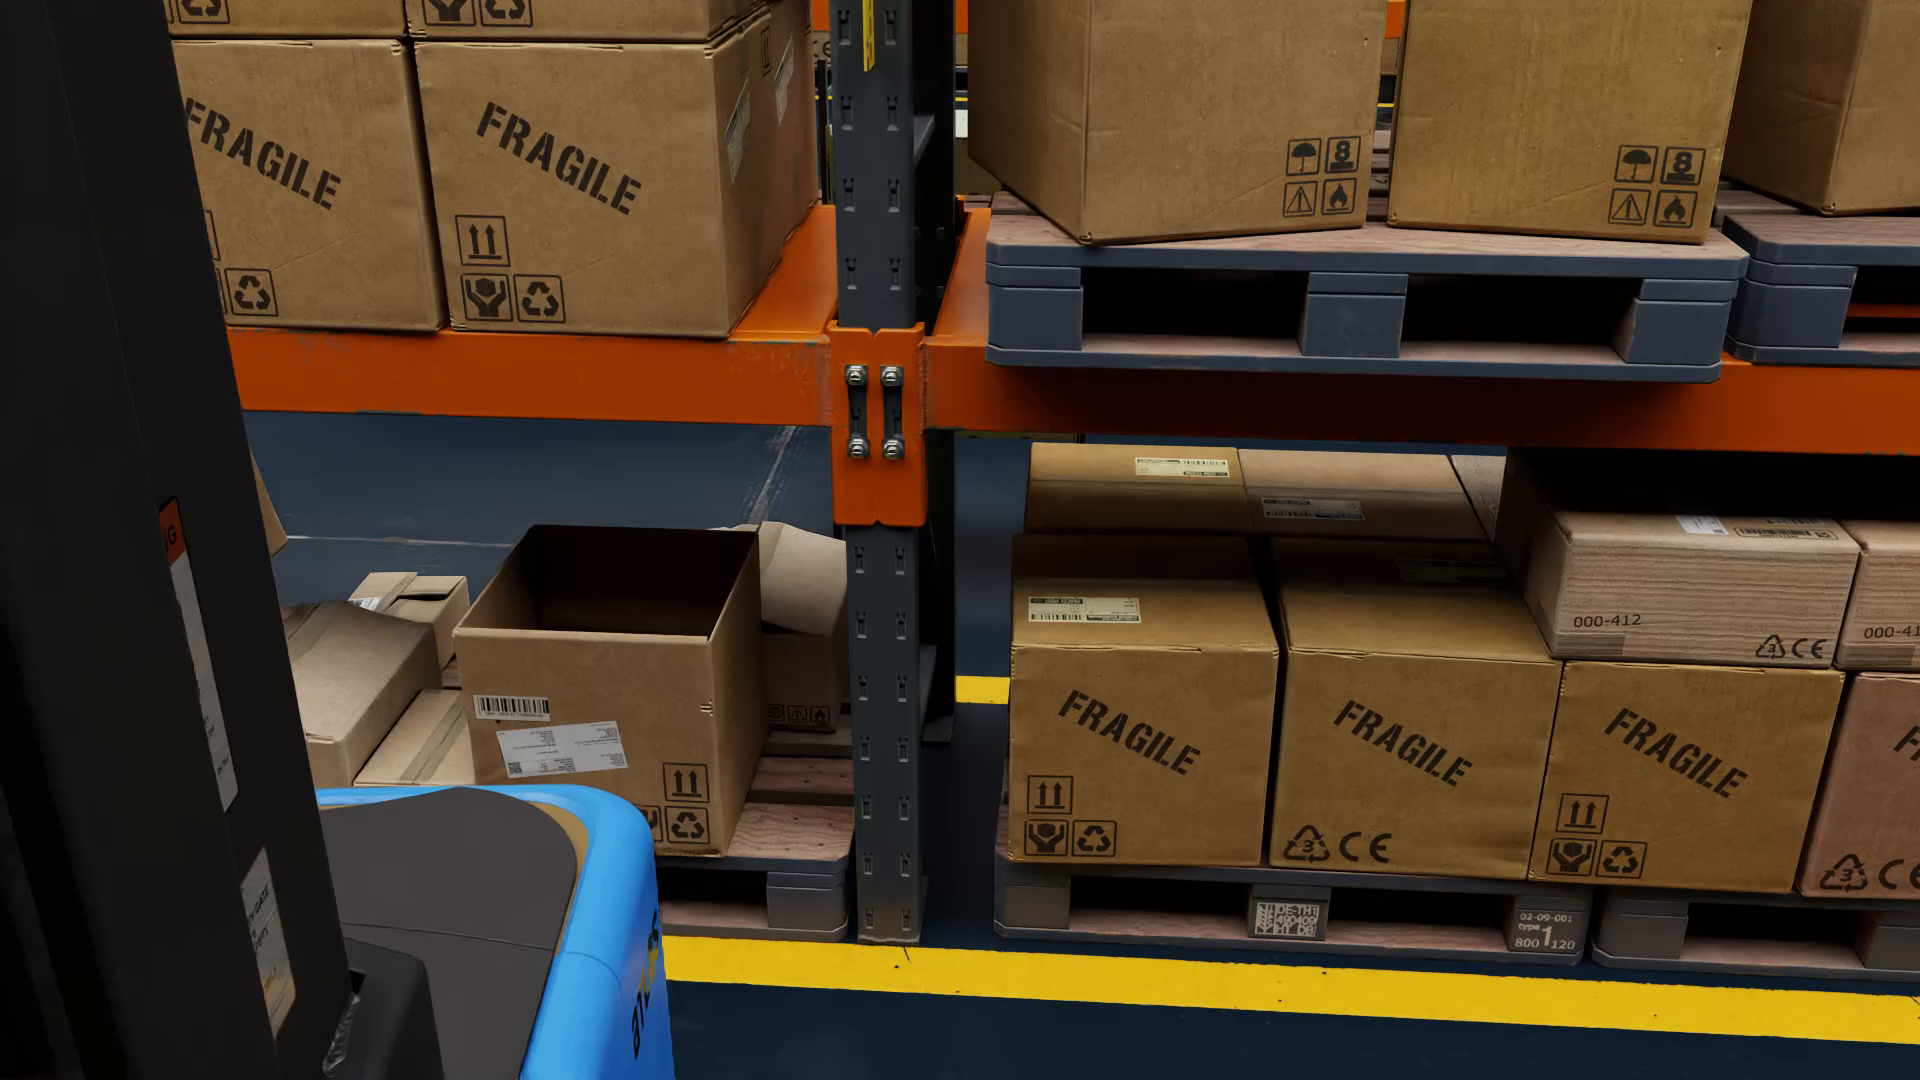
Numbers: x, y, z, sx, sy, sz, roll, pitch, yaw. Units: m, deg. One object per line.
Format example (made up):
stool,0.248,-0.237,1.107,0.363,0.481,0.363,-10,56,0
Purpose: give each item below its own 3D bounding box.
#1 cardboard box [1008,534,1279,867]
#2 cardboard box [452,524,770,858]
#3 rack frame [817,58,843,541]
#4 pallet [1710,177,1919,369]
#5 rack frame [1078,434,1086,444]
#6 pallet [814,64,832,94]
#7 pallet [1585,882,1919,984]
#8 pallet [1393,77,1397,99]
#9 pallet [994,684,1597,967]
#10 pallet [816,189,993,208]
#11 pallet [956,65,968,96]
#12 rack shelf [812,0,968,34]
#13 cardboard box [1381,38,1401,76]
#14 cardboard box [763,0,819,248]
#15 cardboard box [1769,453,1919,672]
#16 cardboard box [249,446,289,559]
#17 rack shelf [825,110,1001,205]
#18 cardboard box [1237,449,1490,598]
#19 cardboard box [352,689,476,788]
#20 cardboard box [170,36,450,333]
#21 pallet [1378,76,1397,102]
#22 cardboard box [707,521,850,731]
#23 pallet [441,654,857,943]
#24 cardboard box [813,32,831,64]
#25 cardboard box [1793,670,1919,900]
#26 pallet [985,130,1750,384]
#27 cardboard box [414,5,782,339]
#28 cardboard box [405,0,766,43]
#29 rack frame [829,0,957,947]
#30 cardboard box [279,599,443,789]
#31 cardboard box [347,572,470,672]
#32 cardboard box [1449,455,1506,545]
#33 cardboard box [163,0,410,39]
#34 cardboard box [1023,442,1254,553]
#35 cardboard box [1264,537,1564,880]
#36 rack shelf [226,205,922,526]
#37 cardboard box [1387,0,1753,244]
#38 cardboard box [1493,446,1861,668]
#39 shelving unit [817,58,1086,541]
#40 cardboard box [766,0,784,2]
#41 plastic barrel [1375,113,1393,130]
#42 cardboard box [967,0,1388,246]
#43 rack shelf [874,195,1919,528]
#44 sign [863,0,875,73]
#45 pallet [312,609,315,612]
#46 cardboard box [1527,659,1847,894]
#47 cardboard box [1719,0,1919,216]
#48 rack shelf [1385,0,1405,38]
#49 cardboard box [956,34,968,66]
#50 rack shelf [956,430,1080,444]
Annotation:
cardboard box,0.354,0.319,3.432,0.500,0.500,0.500,1,25,2
cardboard box,-0.700,0.302,3.469,0.500,0.500,0.500,2,25,4
rack frame,-0.358,-0.693,4.962,0.023,1.500,0.400,2,25,4
pallet,1.939,-0.579,3.149,1.213,0.211,1.003,2,25,4
rack frame,0.372,-0.669,4.911,0.023,1.500,0.400,2,25,4
pallet,-1.320,-3.690,13.018,1.213,0.211,1.003,2,25,4
pallet,1.924,0.581,3.734,1.213,0.211,1.003,2,25,4
pallet,3.860,-3.524,12.656,1.213,0.211,1.003,2,25,4
pallet,0.704,0.543,3.817,1.213,0.211,1.003,2,25,4
pallet,-0.463,-1.539,8.341,1.213,0.211,1.003,2,25,4
pallet,-0.100,-3.652,12.935,1.213,0.211,1.003,2,25,4
rack shelf,-1.721,-2.535,8.032,4.000,0.370,1.077,2,25,4
cardboard box,3.066,-4.022,12.443,0.875,0.875,1.225,2,25,4
cardboard box,-0.597,-0.909,3.517,0.500,0.500,0.500,2,25,5
cardboard box,1.851,0.026,3.171,0.500,0.250,0.500,1,25,3
cardboard box,-1.984,0.143,3.812,0.637,0.503,0.797,2,25,4
rack shelf,0.007,-1.036,4.773,0.720,0.370,0.431,2,25,4
cardboard box,0.896,0.118,3.870,0.500,0.500,0.500,2,25,4
cardboard box,-1.078,0.475,3.514,0.250,0.149,0.380,2,25,4
cardboard box,-1.142,-0.704,3.072,0.500,0.500,0.500,3,25,5
pallet,2.647,-3.564,12.744,1.213,0.211,1.003,2,25,4
cardboard box,-0.512,0.184,3.951,0.500,0.311,0.500,2,25,4
pallet,-0.795,0.511,3.888,1.213,0.211,1.003,2,25,4
cardboard box,-0.897,-4.171,12.766,0.875,0.875,0.875,2,25,4
cardboard box,1.888,0.367,3.328,0.500,0.500,0.500,1,25,2
pallet,0.678,-0.575,3.142,1.213,0.211,1.003,2,25,4
cardboard box,-0.628,-0.688,3.037,0.500,0.500,0.500,2,25,5
cardboard box,-0.634,-1.142,2.827,0.500,0.500,0.500,2,25,4
rack frame,-0.110,-0.734,3.256,0.127,3.000,1.000,2,25,4
cardboard box,-1.448,0.364,3.561,0.500,0.311,0.500,2,25,4
cardboard box,-1.375,0.227,4.032,0.250,0.166,0.380,2,25,4
cardboard box,1.396,0.134,3.835,0.500,0.500,0.500,2,25,5
cardboard box,-1.145,-1.157,2.860,0.500,0.500,0.500,1,25,3
cardboard box,0.404,0.098,3.912,0.500,0.500,0.500,2,25,4
cardboard box,0.886,0.332,3.405,0.500,0.500,0.500,2,25,5
rack shelf,-2.104,-0.471,3.545,4.000,0.370,1.077,2,25,4
cardboard box,1.036,-0.866,2.921,0.500,0.500,0.700,6,25,12
cardboard box,1.351,0.010,3.206,0.500,0.250,0.500,2,25,4
shelving unit,0.007,-0.681,4.936,0.755,1.500,0.431,2,25,4
cardboard box,-0.558,-1.366,3.314,0.500,0.500,0.500,2,25,5
plastic barrel,2.076,-1.756,7.952,0.421,0.512,0.421,0,25,0
cardboard box,0.345,-0.861,2.912,0.500,0.500,0.700,-6,25,-14
rack shelf,1.884,-0.343,3.267,4.000,0.370,1.077,2,25,4
sign,-0.144,-0.900,2.583,0.005,0.325,0.100,2,25,4
pallet,-2.014,0.473,3.970,1.213,0.211,1.003,2,25,4
cardboard box,1.384,0.351,3.364,0.500,0.500,0.500,2,25,5
cardboard box,1.656,-0.939,3.080,0.500,0.500,0.700,-4,25,-9
rack shelf,2.267,-2.407,7.754,4.000,0.370,1.077,2,25,4
cardboard box,0.000,-4.142,12.703,0.875,0.875,0.875,2,25,4
rack shelf,0.007,-0.385,5.072,0.720,0.370,0.431,2,25,4
